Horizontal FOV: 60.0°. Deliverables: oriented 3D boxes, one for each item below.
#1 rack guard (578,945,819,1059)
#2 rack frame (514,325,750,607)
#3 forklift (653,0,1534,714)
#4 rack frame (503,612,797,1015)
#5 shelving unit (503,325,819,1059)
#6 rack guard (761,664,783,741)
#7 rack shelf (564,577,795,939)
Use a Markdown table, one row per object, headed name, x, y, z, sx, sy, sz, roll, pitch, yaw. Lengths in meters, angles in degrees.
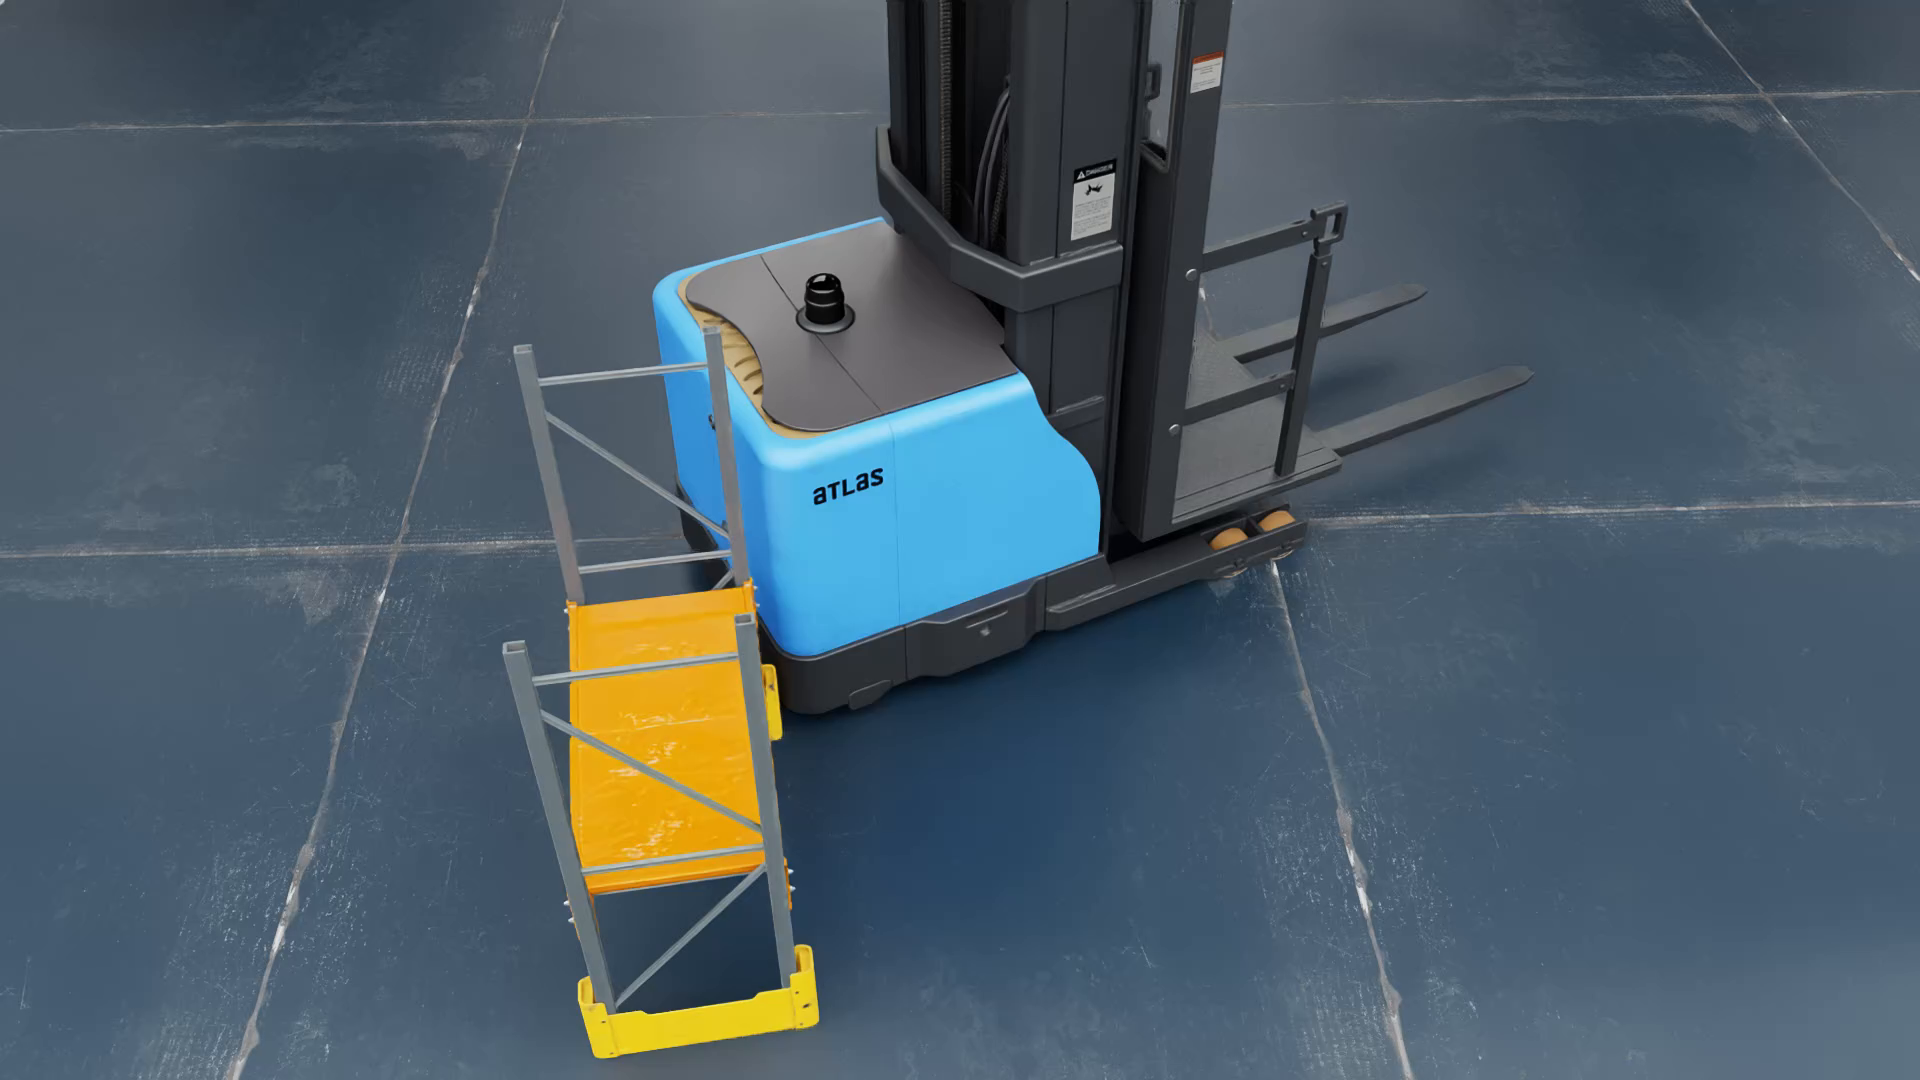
| name | x | y | z | sx | sy | sz | roll | pitch | yaw |
| --- | --- | --- | --- | --- | --- | --- | --- | --- | --- |
| rack guard | -0.664 | 1.186 | 4.271 | 0.587 | 0.250 | 0.087 | -7 | 43 | -7 |
| rack frame | -0.836 | 0.062 | 4.572 | 0.500 | 1.500 | 0.032 | -7 | 43 | -7 |
| forklift | 0.604 | -1.254 | 4.949 | 3.031 | 2.935 | 1.130 | -19 | 46 | -20 |
| rack frame | -0.660 | 0.739 | 3.834 | 0.500 | 1.500 | 0.032 | -7 | 43 | -7 |
| shelving unit | -0.750 | 0.394 | 4.210 | 0.587 | 1.500 | 1.083 | -7 | 43 | -7 |
| rack guard | -0.836 | 0.524 | 4.994 | 0.587 | 0.250 | 0.087 | -7 | 43 | -7 |
| rack shelf | -0.748 | 0.533 | 4.325 | 0.538 | 0.185 | 1.000 | -7 | 43 | -7 |
